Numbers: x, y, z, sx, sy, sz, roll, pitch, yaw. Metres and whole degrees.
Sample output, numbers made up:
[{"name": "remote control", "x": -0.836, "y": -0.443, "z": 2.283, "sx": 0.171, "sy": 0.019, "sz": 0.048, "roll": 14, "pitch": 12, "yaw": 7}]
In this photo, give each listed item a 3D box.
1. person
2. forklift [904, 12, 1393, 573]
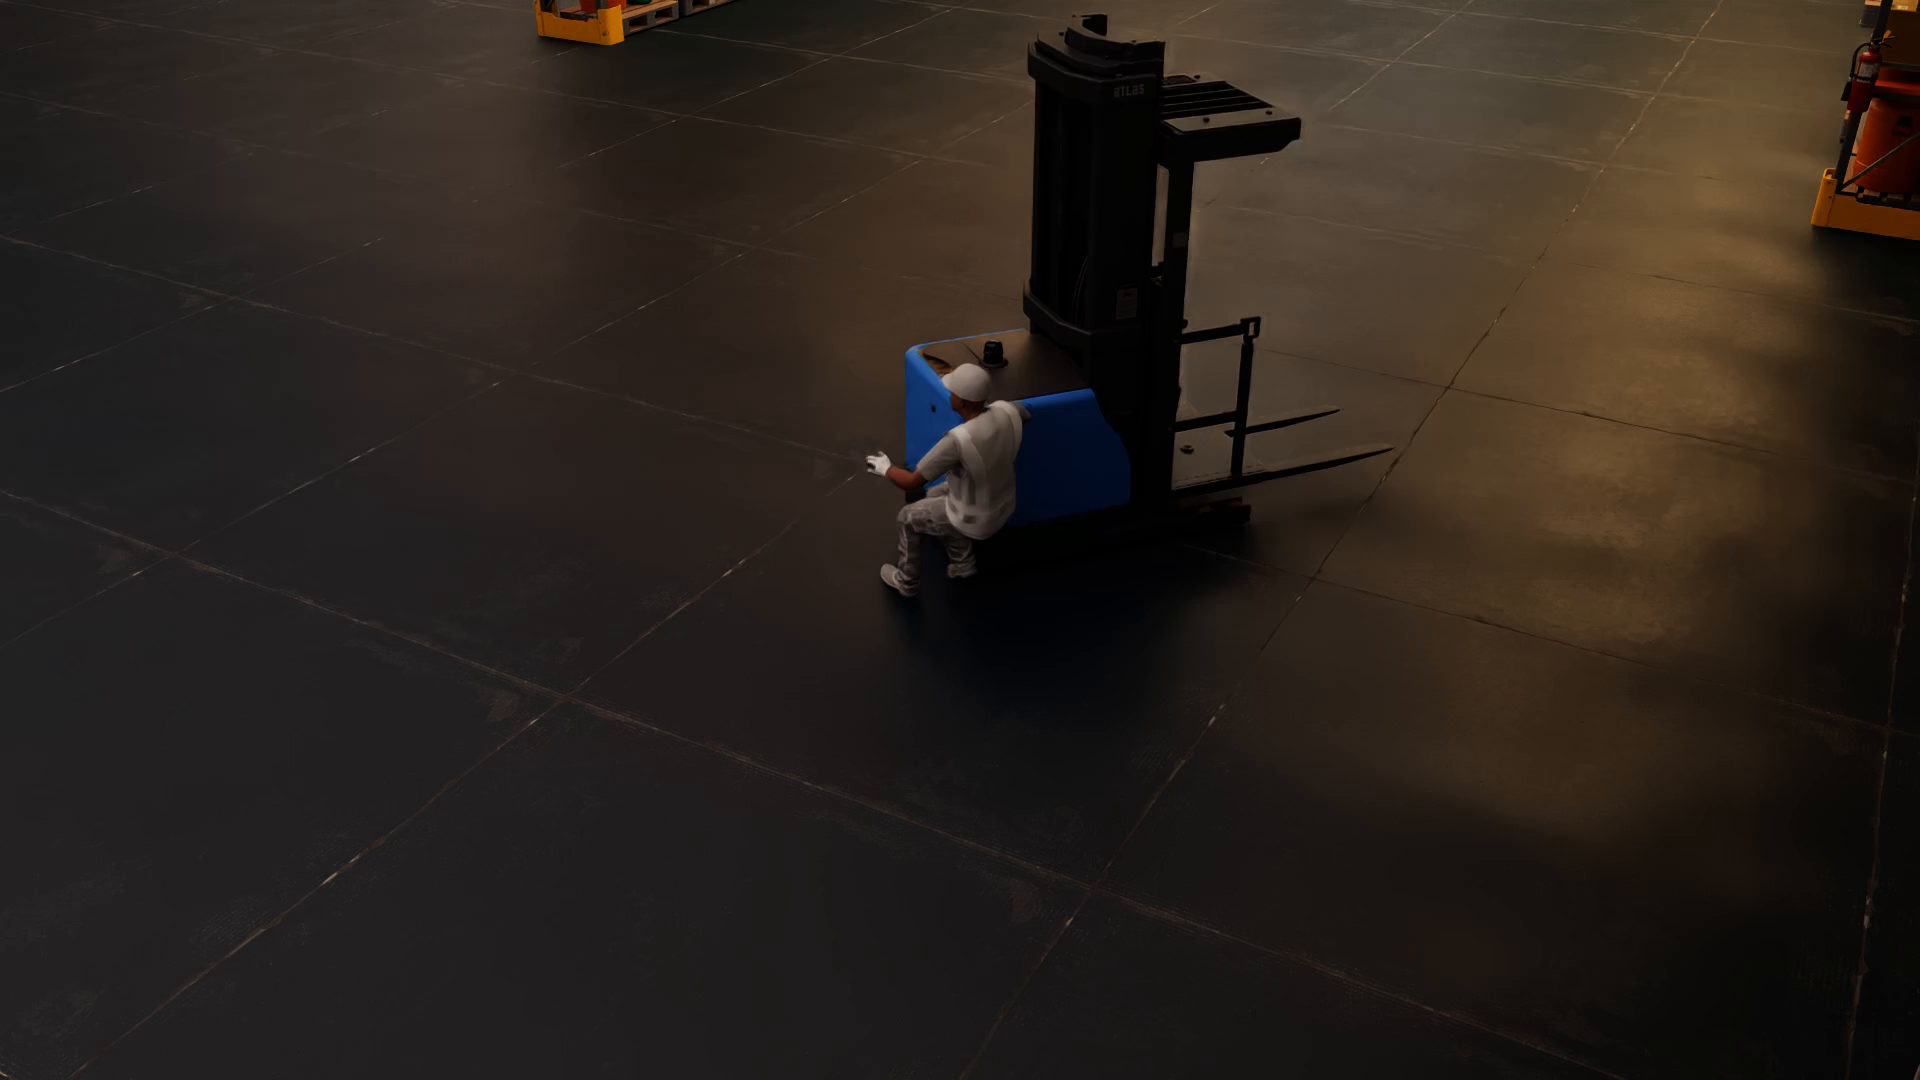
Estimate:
[{"name": "person", "x": -0.100, "y": -0.313, "z": 9.027, "sx": 0.885, "sy": 1.540, "sz": 0.922, "roll": 18, "pitch": 34, "yaw": 28}, {"name": "forklift", "x": 1.228, "y": -1.539, "z": 9.738, "sx": 3.031, "sy": 2.935, "sz": 1.130, "roll": -11, "pitch": 32, "yaw": -19}]
